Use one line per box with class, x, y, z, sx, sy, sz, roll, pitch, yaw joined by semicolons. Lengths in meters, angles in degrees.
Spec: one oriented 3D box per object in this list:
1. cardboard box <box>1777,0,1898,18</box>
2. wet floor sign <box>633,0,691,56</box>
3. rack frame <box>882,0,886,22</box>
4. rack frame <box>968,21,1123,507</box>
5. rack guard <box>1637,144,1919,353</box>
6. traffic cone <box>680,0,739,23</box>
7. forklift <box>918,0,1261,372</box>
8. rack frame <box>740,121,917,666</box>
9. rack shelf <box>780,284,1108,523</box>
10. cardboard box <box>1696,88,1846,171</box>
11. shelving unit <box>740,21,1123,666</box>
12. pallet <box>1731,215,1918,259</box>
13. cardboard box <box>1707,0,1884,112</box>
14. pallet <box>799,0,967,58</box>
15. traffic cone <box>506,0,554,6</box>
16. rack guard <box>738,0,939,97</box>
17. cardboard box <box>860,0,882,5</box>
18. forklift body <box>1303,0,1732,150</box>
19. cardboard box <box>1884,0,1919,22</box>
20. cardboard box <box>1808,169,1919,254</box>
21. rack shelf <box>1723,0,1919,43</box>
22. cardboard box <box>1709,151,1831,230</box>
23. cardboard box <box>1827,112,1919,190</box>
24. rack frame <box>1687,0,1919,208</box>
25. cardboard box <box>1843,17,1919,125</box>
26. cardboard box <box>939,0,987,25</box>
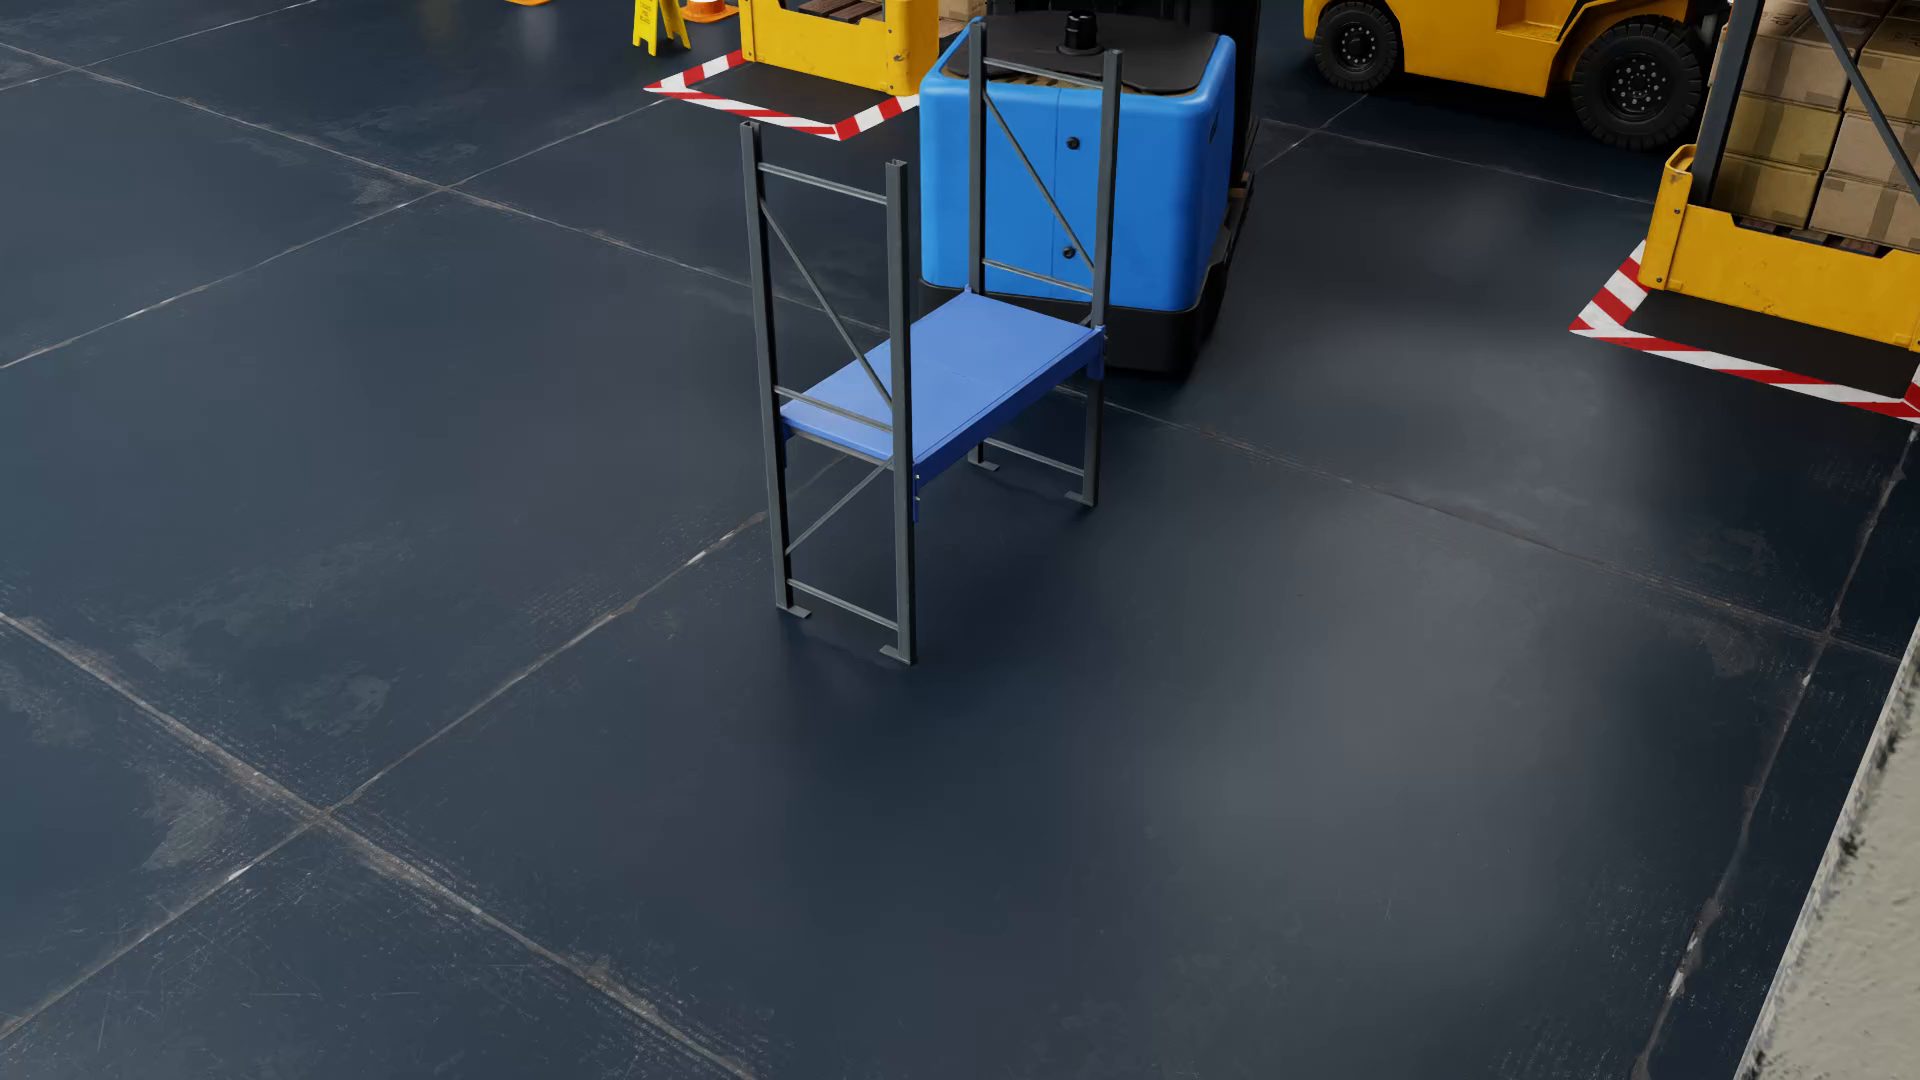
cardboard box;3.666;-2.206;7.073;0.500;0.250;0.500;22;40;29
wet floor sign;-1.694;-3.071;9.267;0.232;0.644;0.267;-22;40;-29
rack frame;-0.706;-3.792;8.232;1.000;3.000;0.127;21;39;28
rack frame;0.241;-0.816;5.170;0.500;1.500;0.032;21;39;28
rack guard;3.360;-1.162;6.574;1.175;0.500;0.348;21;39;28
traffic cone;-1.521;-3.351;9.844;0.336;0.463;0.334;21;39;28
forklift;0.707;-2.648;6.601;1.130;2.935;3.031;8;35;12
rack frame;-0.339;-0.348;4.478;0.500;1.500;0.032;21;39;28
rack shelf;-0.049;-0.433;4.924;0.538;0.185;1.000;21;39;28
cardboard box;3.394;-1.774;6.881;0.500;0.250;0.500;21;39;28
shelving unit;-0.049;-0.582;4.824;0.538;1.500;1.048;21;39;28
pallet;3.775;-1.419;7.211;1.003;0.211;1.213;21;39;28
cardboard box;3.380;-1.969;6.723;0.500;0.250;0.500;23;40;30
pallet;-0.171;-3.035;9.601;1.003;0.211;1.213;21;39;28
traffic cone;-2.627;-3.549;10.137;0.336;0.463;0.334;21;39;28
rack guard;-0.663;-2.792;8.984;1.175;0.500;0.348;21;39;28
cardboard box;-0.453;-3.296;9.578;0.500;0.250;0.500;21;39;28
forklift body;2.956;-3.312;8.280;2.313;2.155;1.214;21;39;28
cardboard box;4.085;-2.049;6.842;0.500;0.250;0.500;21;39;28
cardboard box;3.814;-1.407;6.784;0.500;0.250;0.500;21;40;28
rack shelf;4.514;-2.831;7.452;1.077;0.370;4.000;21;39;28
cardboard box;3.382;-1.560;7.011;0.500;0.250;0.500;22;40;28
cardboard box;3.812;-1.600;6.624;0.500;0.250;0.500;22;40;29
rack frame;3.374;-2.208;5.890;1.000;3.000;0.127;21;39;28
cardboard box;3.803;-1.818;6.500;0.500;0.250;0.500;21;39;28
cardboard box;-0.019;-3.110;9.303;0.500;0.250;0.500;21;39;28
